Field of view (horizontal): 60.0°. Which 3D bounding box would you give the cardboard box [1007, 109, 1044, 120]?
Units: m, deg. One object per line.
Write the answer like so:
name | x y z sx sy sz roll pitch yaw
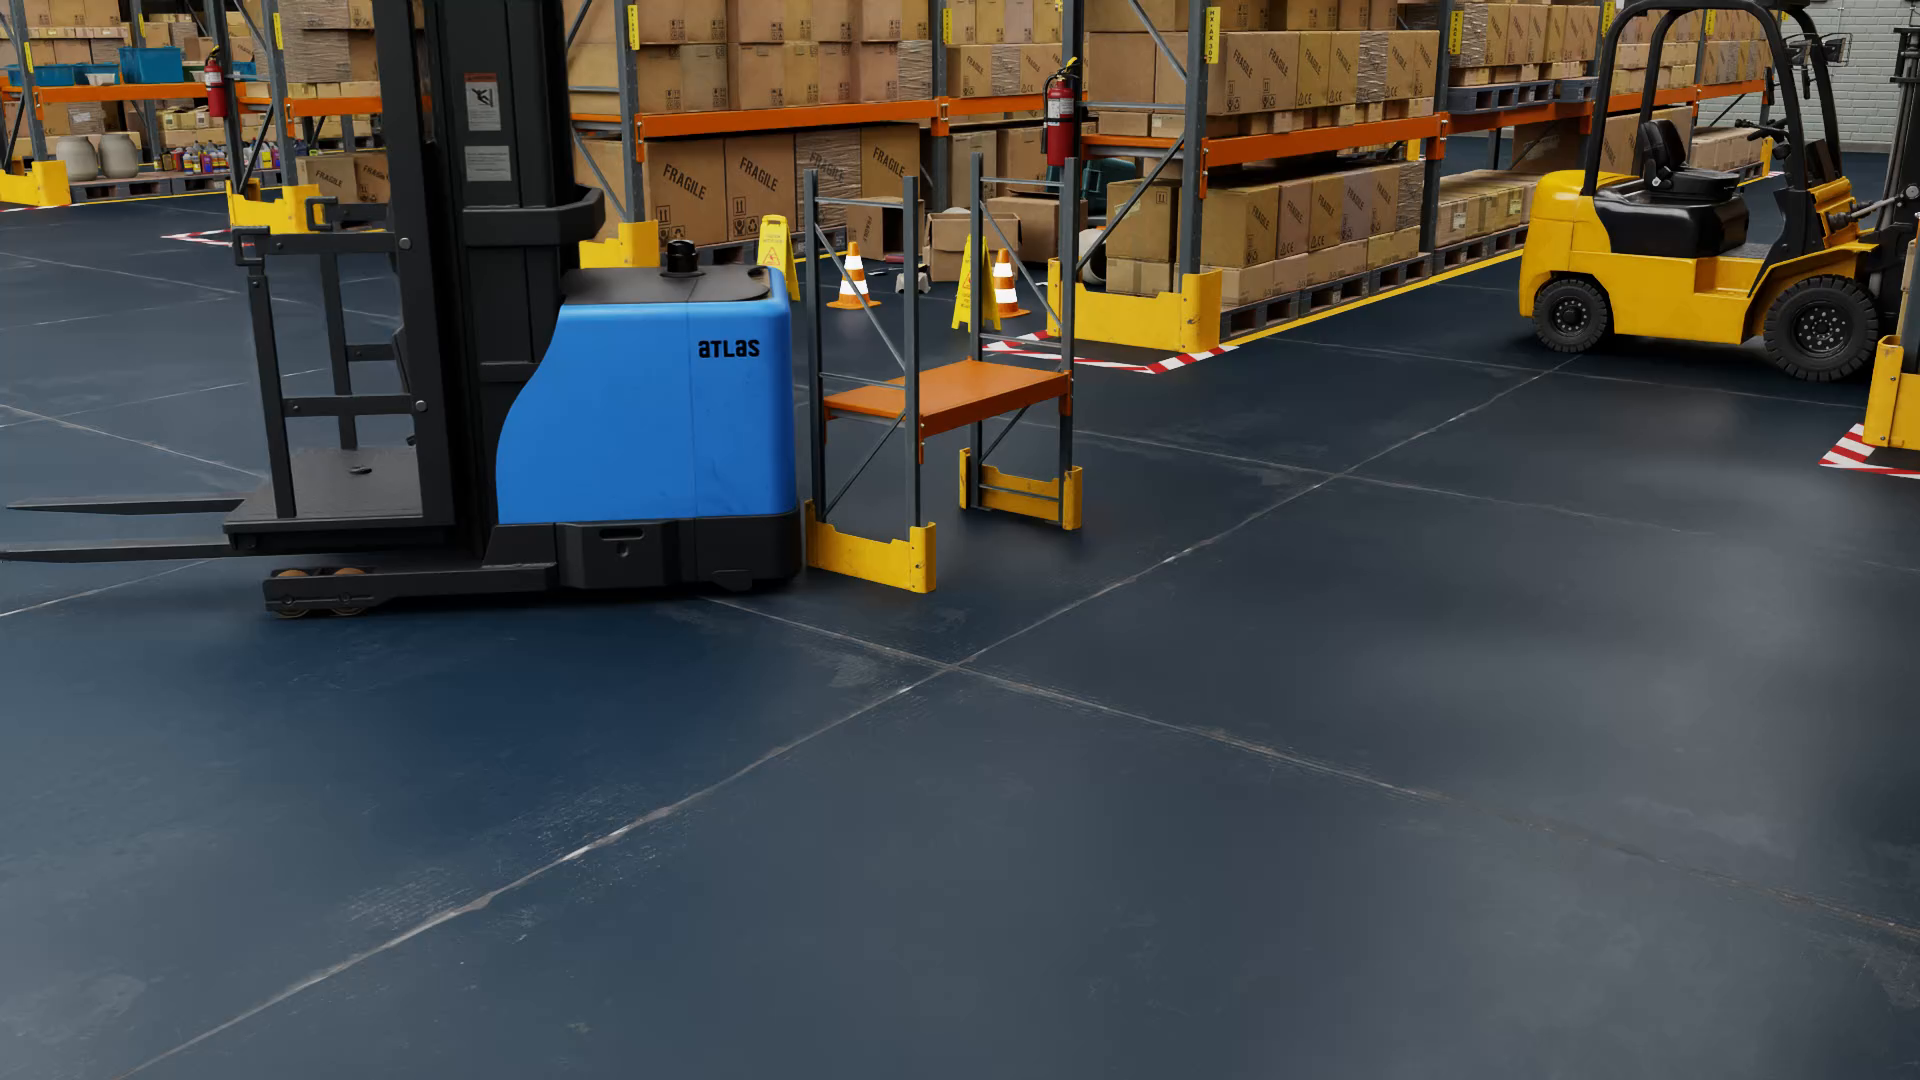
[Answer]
cardboard box | 0.735 -6.672 26.047 0.875 0.875 0.875 12 21 35

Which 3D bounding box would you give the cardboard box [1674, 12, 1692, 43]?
cardboard box | 7.869 -5.842 18.644 0.500 0.500 0.500 13 21 36

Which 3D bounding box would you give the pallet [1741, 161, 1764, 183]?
pallet | 10.206 -5.009 22.518 1.003 0.211 1.213 12 21 35

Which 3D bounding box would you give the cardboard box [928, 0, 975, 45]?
cardboard box | -0.275 -5.182 16.519 0.700 0.500 0.500 12 21 34

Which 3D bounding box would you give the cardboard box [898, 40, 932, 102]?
cardboard box | -0.776 -4.519 15.986 0.875 0.550 0.550 12 21 35

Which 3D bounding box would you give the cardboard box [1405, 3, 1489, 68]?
cardboard box | 3.979 -4.138 13.634 0.500 0.500 0.500 13 22 36

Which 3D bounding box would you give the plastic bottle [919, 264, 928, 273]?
plastic bottle | -0.361 -2.289 14.013 0.133 0.061 0.283 5 18 16

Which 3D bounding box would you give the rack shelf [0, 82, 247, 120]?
rack shelf | -9.658 -5.493 20.589 1.077 0.370 4.000 12 21 35

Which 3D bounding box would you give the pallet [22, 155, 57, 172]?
pallet | -13.677 -5.384 23.725 1.003 0.211 1.213 12 21 35

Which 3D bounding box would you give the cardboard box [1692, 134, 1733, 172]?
cardboard box | 9.230 -4.913 21.119 0.875 0.438 0.875 12 21 33

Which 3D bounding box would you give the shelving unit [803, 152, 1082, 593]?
shelving unit | -0.045 -0.698 6.463 0.587 1.500 1.083 12 21 35

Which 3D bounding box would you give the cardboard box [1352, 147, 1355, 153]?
cardboard box | 5.511 -5.704 24.154 0.380 0.149 0.250 13 22 36

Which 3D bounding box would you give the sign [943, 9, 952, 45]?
sign | -0.119 -4.891 15.843 0.100 0.325 0.005 12 21 35

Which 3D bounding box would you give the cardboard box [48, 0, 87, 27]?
cardboard box | -13.002 -7.629 23.898 0.700 0.500 0.500 12 21 35

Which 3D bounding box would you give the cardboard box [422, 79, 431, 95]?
cardboard box | -5.539 -4.731 17.345 0.380 0.149 0.250 12 21 35

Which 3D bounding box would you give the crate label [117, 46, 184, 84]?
crate label | -9.971 -5.864 20.508 0.502 0.435 0.616 12 21 35

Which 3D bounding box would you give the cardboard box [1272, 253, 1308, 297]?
cardboard box | 2.099 -1.885 11.684 0.500 0.250 0.500 13 22 37

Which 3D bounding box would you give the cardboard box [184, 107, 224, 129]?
cardboard box | -11.694 -6.517 25.656 0.500 0.311 0.500 12 21 34

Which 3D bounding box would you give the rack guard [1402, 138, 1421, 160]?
rack guard | 6.539 -6.184 25.814 1.175 0.500 0.348 12 21 35

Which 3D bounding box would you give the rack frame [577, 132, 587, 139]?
rack frame | -6.083 -7.266 25.084 1.000 3.000 0.127 12 21 35

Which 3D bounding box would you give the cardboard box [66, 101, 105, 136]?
cardboard box | -12.851 -6.169 24.215 0.500 0.500 0.500 12 21 35

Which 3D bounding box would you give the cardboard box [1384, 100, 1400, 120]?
cardboard box | 3.162 -3.328 12.825 0.380 0.149 0.250 13 21 35

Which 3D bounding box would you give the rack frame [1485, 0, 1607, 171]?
rack frame | 5.853 -4.640 16.626 1.000 3.000 0.127 12 21 35

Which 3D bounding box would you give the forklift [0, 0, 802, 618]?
forklift | -2.141 -1.291 5.958 3.031 2.935 1.130 -2 17 -7

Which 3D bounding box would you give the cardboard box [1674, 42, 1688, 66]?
cardboard box | 7.877 -5.491 18.778 0.500 0.250 0.500 13 22 36

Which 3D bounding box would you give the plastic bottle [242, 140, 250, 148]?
plastic bottle | -9.393 -5.094 21.816 0.144 0.351 0.185 11 21 32

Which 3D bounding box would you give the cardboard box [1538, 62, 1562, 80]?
cardboard box | 5.322 -4.329 15.343 0.380 0.149 0.250 13 21 36

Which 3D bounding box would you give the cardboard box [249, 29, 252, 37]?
cardboard box | -13.225 -9.410 31.283 0.500 0.500 0.500 13 22 36

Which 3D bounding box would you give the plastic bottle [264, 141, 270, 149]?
plastic bottle | -9.165 -5.114 21.878 0.144 0.351 0.185 12 21 35

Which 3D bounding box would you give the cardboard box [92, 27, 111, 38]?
cardboard box | -12.582 -7.386 24.207 0.380 0.149 0.250 12 21 34

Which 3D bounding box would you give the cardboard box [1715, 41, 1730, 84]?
cardboard box | 9.029 -5.825 20.274 0.500 0.500 0.500 13 21 35

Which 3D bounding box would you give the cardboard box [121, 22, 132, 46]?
cardboard box | -15.036 -8.860 29.307 0.700 0.500 0.500 12 21 35

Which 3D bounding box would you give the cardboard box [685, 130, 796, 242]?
cardboard box | -2.076 -3.154 14.716 0.875 0.875 0.875 12 21 34

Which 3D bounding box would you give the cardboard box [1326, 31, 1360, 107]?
cardboard box | 2.496 -3.356 11.822 0.500 0.500 0.500 12 21 34

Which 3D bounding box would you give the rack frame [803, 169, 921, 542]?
rack frame | -0.354 -0.575 6.066 0.500 1.500 0.032 12 21 35

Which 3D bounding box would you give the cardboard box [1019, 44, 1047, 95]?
cardboard box | 0.564 -4.902 17.303 0.500 0.500 0.500 12 21 34

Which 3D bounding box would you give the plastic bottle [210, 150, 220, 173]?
plastic bottle | -9.315 -4.726 20.763 0.097 0.271 0.097 0 17 0

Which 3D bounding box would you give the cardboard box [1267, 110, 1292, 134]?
cardboard box | 2.005 -2.822 11.198 0.380 0.149 0.250 13 21 36

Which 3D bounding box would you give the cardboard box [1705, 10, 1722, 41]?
cardboard box | 8.715 -6.188 19.758 0.500 0.500 0.500 13 21 35

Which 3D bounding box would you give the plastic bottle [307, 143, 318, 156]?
plastic bottle | -8.489 -5.053 21.797 0.061 0.283 0.133 14 22 37

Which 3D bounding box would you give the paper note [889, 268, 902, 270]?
paper note | -0.551 -2.309 14.163 0.123 0.001 0.032 -7 19 -22

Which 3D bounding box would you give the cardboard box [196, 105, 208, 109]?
cardboard box | -11.827 -6.735 26.357 0.500 0.311 0.500 12 21 35

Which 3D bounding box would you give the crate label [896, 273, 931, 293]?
crate label | -0.369 -2.011 12.988 0.250 0.136 0.298 2 17 6

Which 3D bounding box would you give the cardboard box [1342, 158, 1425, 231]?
cardboard box | 3.333 -2.744 13.186 0.500 0.500 0.500 12 21 34

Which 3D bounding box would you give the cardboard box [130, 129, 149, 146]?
cardboard box | -12.428 -6.227 25.666 0.500 0.250 0.500 12 21 34

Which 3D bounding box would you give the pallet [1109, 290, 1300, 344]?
pallet | 1.644 -1.608 11.565 1.003 0.211 1.213 12 21 35

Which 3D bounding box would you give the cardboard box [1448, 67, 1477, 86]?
cardboard box | 4.053 -3.843 13.777 0.380 0.149 0.250 13 21 35

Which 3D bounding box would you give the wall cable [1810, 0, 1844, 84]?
wall cable | 13.961 -8.392 26.945 0.585 1.953 0.123 12 21 35

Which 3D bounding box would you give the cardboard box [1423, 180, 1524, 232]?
cardboard box | 4.619 -3.096 15.377 0.950 0.372 0.625 13 22 36

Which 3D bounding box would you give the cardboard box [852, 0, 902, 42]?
cardboard box | -1.048 -4.892 15.364 0.875 0.550 0.550 12 21 35

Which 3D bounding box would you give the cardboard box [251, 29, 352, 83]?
cardboard box | -6.523 -4.801 16.477 0.875 0.500 0.500 12 21 35

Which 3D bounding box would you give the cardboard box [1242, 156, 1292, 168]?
cardboard box | 2.316 -2.943 12.732 0.380 0.149 0.250 14 22 38

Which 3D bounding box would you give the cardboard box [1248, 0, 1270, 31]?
cardboard box | 1.744 -3.821 11.633 0.700 0.500 0.500 12 21 34
